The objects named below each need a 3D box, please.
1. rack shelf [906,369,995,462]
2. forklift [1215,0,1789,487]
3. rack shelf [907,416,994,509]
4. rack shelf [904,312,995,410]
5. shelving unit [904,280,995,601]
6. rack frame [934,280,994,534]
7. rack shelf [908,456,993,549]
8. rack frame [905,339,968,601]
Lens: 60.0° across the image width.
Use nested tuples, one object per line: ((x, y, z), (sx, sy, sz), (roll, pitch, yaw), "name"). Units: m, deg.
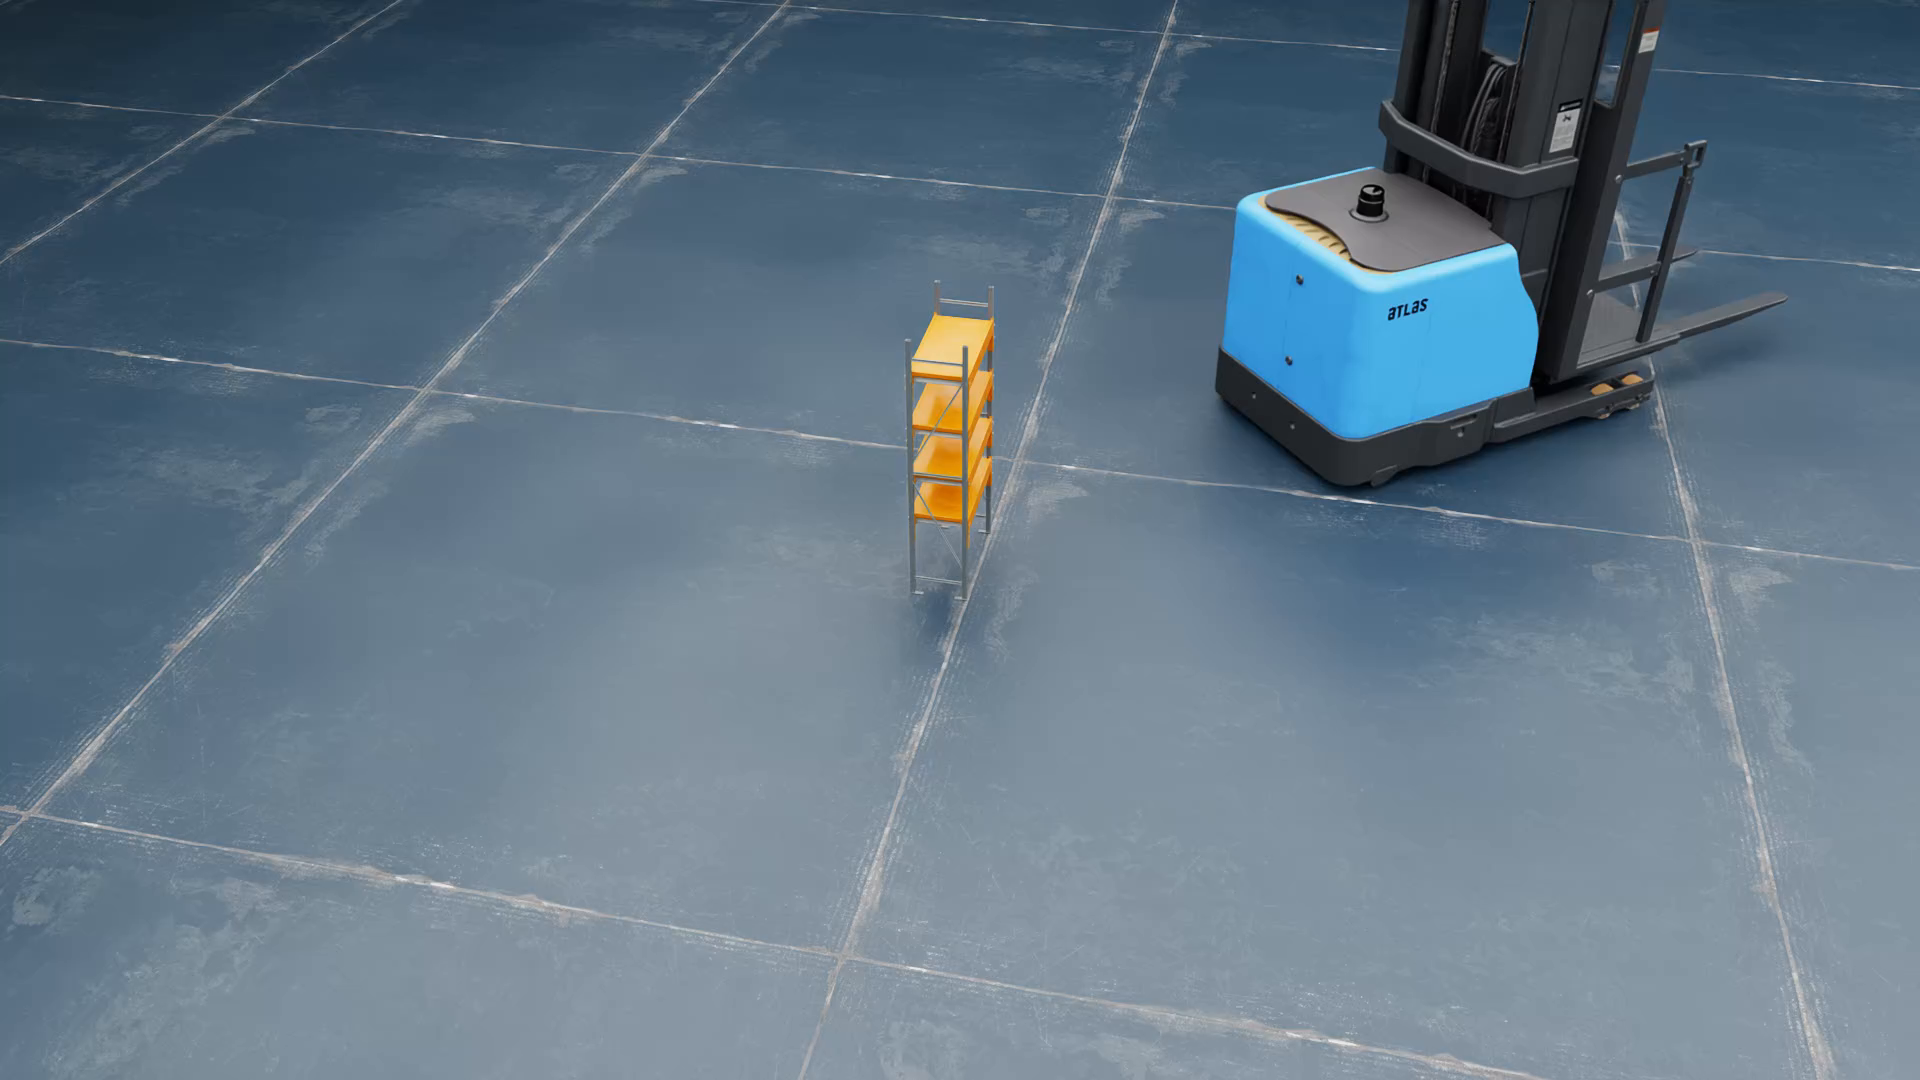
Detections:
((-0.035, -0.518, 6.675), (0.258, 0.148, 0.480), (7, 37, 10), "rack shelf")
((2.799, -2.032, 7.555), (3.031, 2.935, 1.130), (-17, 39, -22), "forklift")
((-0.035, -0.336, 6.806), (0.258, 0.148, 0.480), (7, 37, 10), "rack shelf")
((-0.035, -0.709, 6.536), (0.258, 0.148, 0.480), (7, 37, 10), "rack shelf")
((-0.035, -0.391, 6.767), (0.258, 1.200, 0.503), (7, 37, 10), "shelving unit")
((0.017, -0.531, 6.960), (0.240, 1.200, 0.015), (7, 37, 10), "rack frame")
((-0.035, -0.176, 6.923), (0.258, 0.148, 0.480), (7, 37, 10), "rack shelf")
((-0.087, -0.251, 6.574), (0.240, 1.200, 0.015), (7, 37, 10), "rack frame")
